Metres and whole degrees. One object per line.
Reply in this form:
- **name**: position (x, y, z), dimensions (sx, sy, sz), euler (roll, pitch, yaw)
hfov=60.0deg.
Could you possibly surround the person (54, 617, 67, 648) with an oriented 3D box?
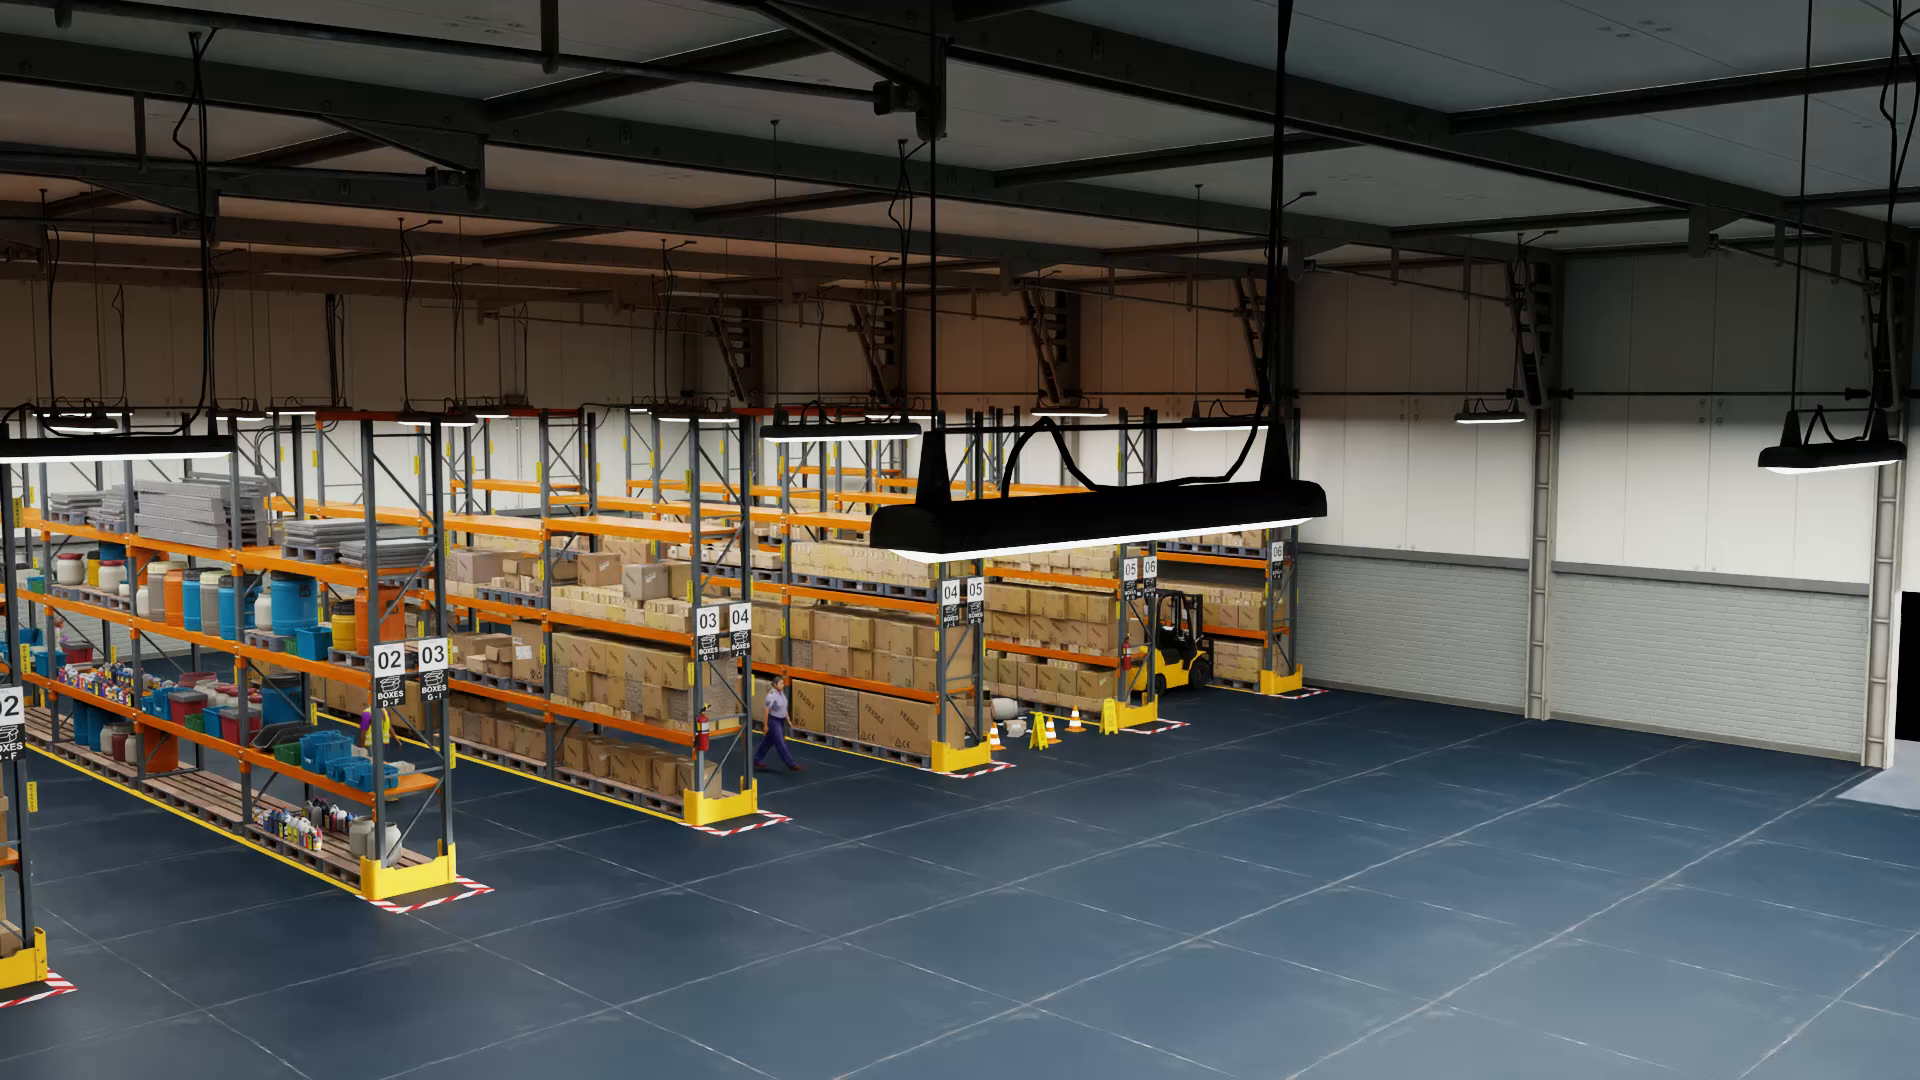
- **person**: position (-18.987, 2.381, 35.071), dimensions (0.448, 1.521, 0.428), euler (-5, 7, -44)

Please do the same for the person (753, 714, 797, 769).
- **person**: position (-3.090, 3.330, 27.775), dimensions (0.856, 0.907, 0.453), euler (1, 5, 12)

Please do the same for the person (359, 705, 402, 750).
- **person**: position (-9.063, 2.845, 25.876), dimensions (0.417, 1.066, 0.657), euler (3, 6, 28)
